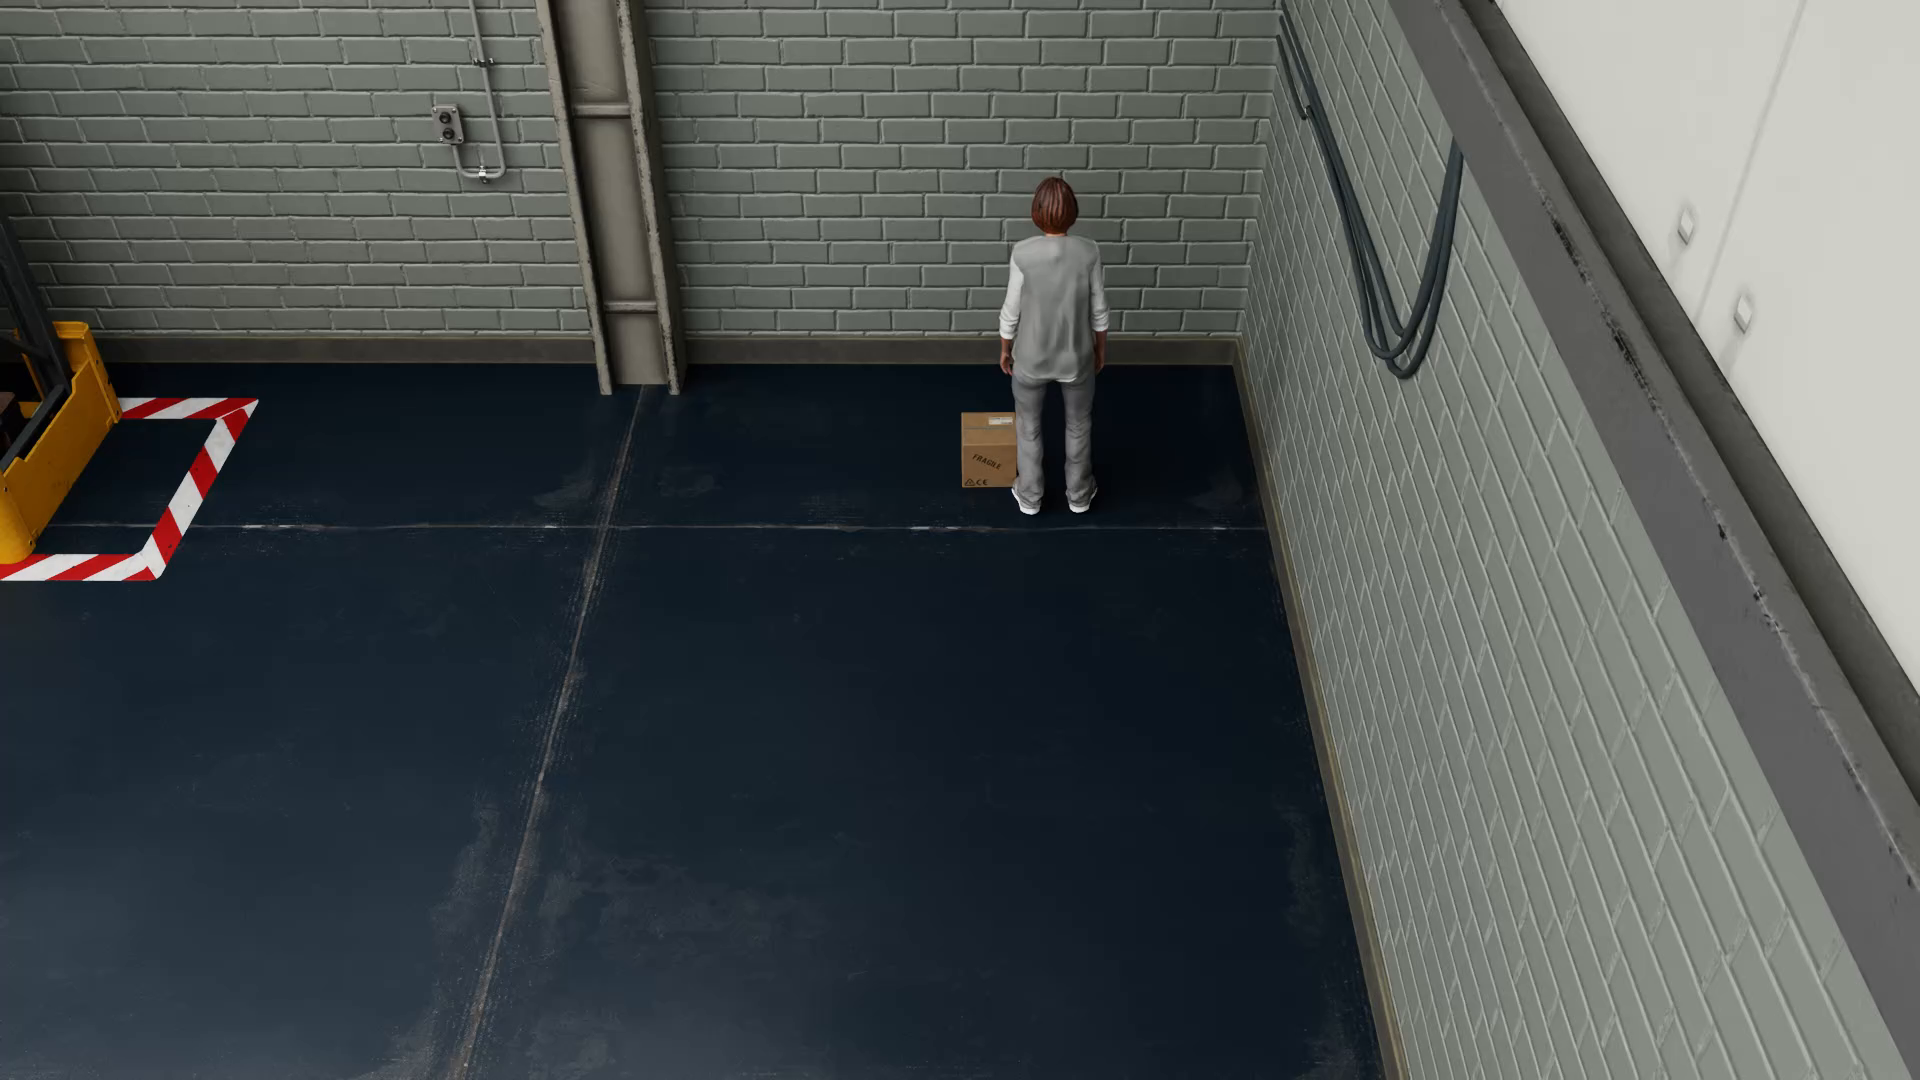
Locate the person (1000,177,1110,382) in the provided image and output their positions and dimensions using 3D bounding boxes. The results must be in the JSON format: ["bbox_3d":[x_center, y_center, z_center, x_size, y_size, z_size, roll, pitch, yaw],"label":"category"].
[{"bbox_3d":[0.395,-1.008,6.917,0.461,0.796,0.333,0,40,0],"label":"person"}]
